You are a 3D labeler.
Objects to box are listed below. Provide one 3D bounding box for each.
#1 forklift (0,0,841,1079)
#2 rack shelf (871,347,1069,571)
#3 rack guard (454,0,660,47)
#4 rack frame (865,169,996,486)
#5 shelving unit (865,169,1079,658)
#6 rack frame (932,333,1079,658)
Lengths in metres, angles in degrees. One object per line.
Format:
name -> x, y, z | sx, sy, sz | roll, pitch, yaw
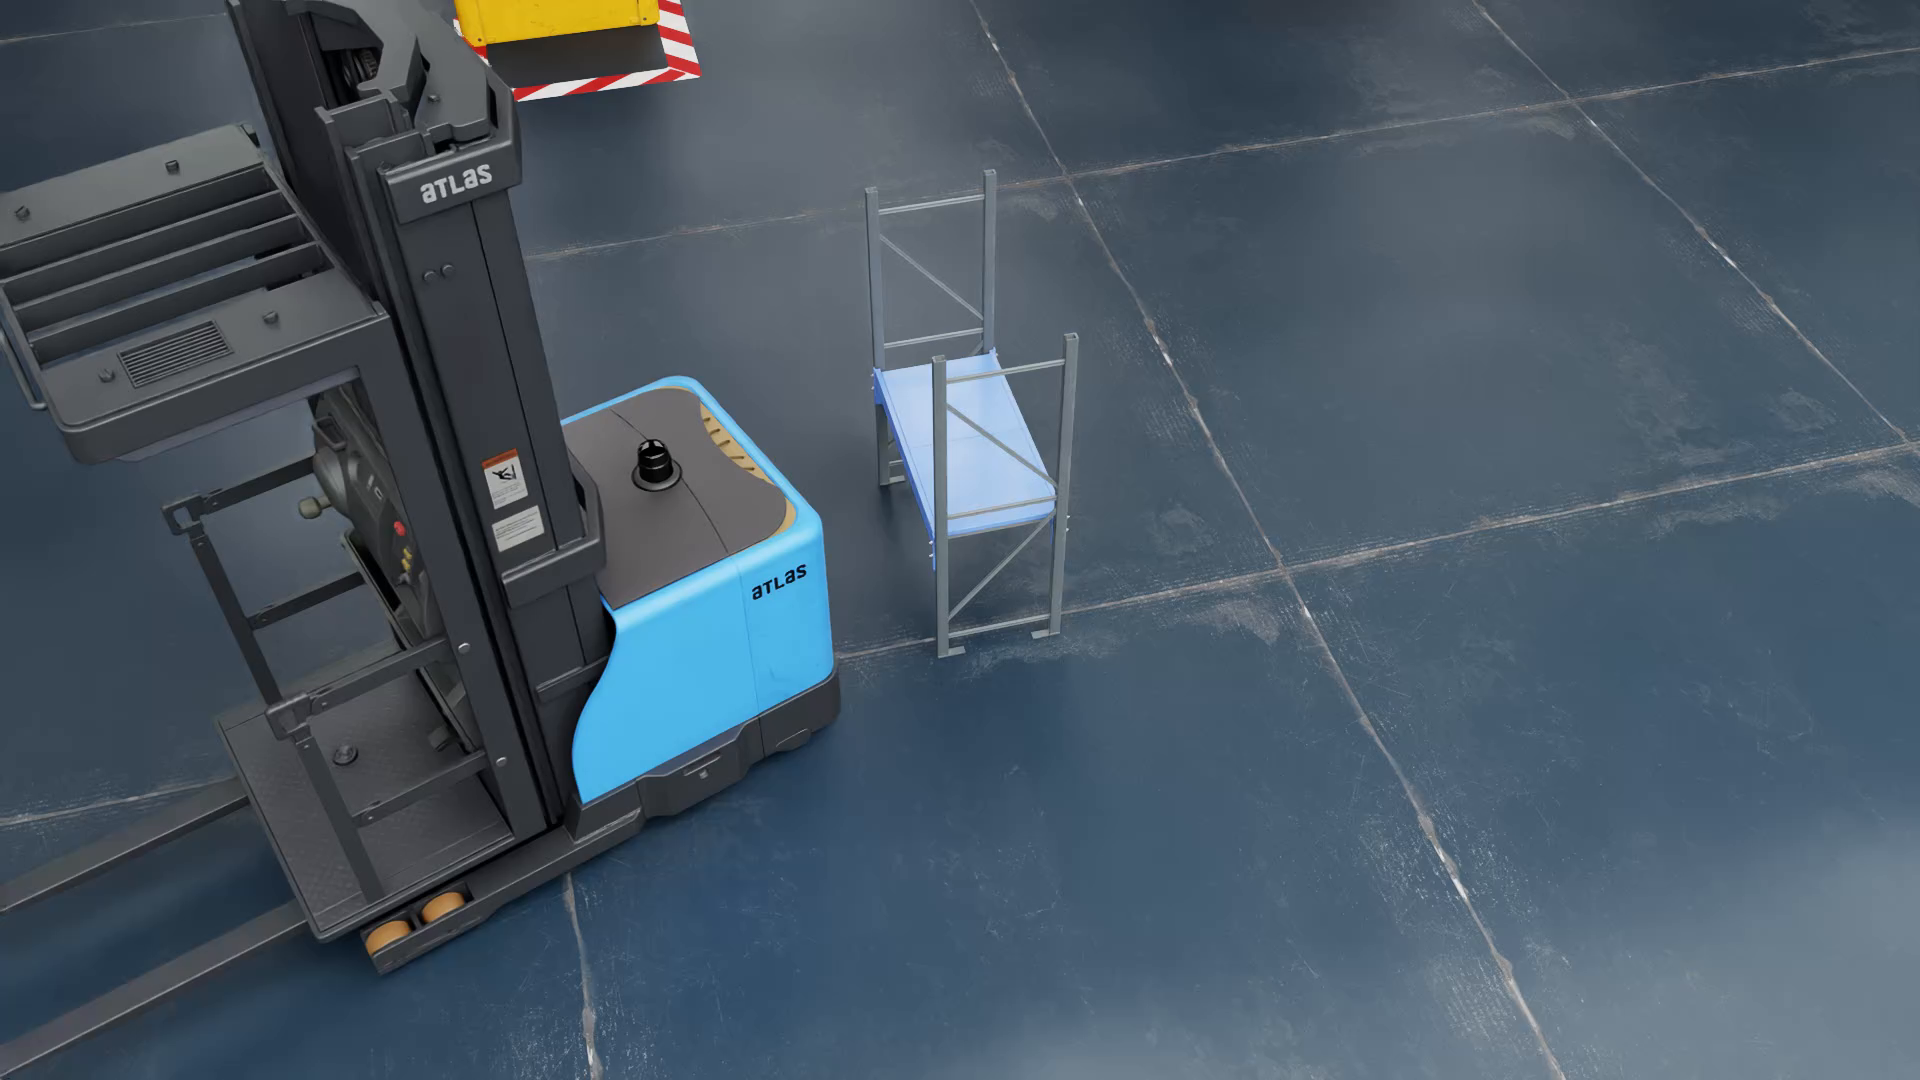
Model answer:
forklift -> -1.951, -0.021, 4.969 | 3.031, 2.935, 1.130 | -26, 51, -23
rack shelf -> 0.022, -0.340, 6.536 | 0.538, 0.185, 1.000 | -11, 47, -10
rack guard -> -2.417, -3.317, 9.901 | 1.175, 0.500, 0.348 | -11, 47, -10
rack frame -> -0.108, -0.817, 6.751 | 0.500, 1.500, 0.032 | -11, 47, -10
shelving unit -> 0.022, -0.466, 6.407 | 0.538, 1.500, 1.048 | -11, 47, -10
rack frame -> 0.152, -0.115, 6.063 | 0.500, 1.500, 0.032 | -11, 47, -10
